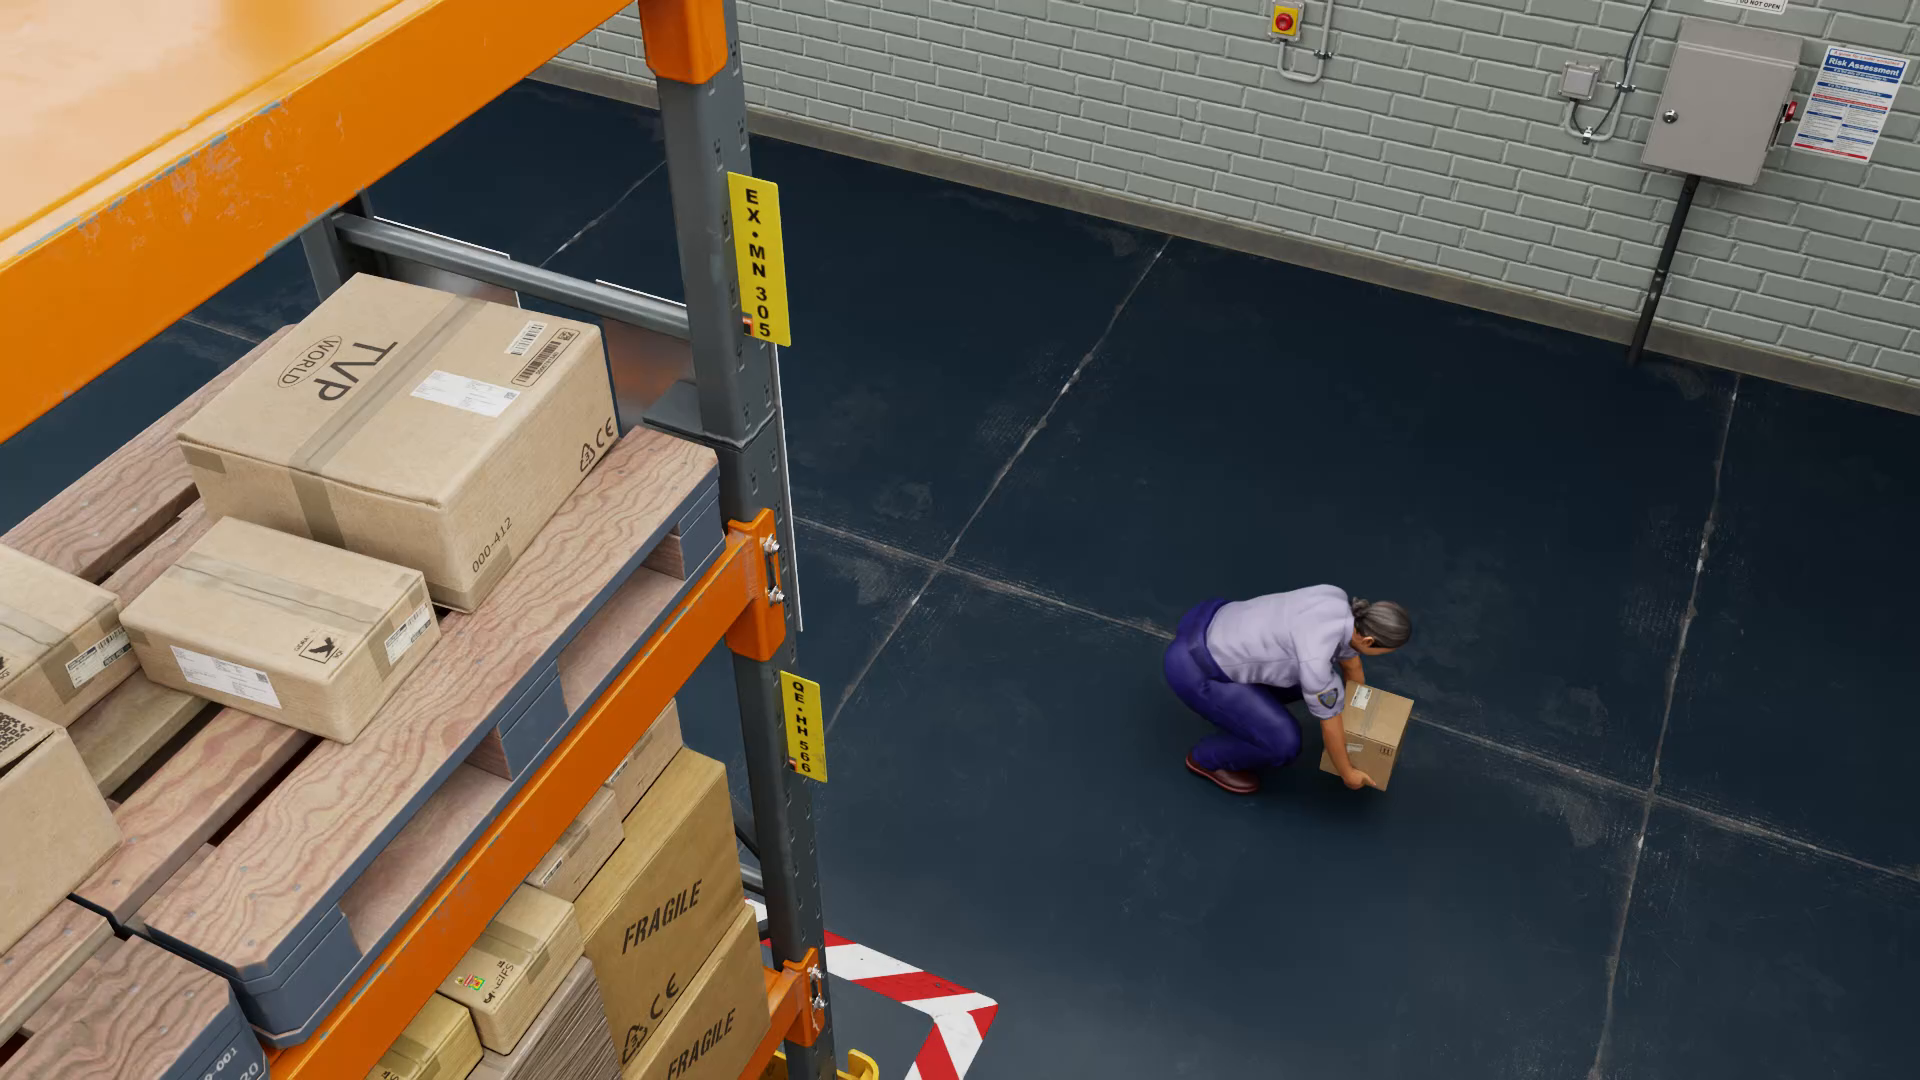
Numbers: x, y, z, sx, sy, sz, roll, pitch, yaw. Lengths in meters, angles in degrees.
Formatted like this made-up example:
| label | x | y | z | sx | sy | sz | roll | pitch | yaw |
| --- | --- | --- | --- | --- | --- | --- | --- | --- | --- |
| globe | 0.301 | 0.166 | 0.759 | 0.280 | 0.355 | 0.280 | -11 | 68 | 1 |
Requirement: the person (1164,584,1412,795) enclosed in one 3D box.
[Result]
| label | x | y | z | sx | sy | sz | roll | pitch | yaw |
| --- | --- | --- | --- | --- | --- | --- | --- | --- | --- |
| person | 1.193 | 0.540 | 6.166 | 0.860 | 0.868 | 0.511 | 16 | 45 | 17 |
